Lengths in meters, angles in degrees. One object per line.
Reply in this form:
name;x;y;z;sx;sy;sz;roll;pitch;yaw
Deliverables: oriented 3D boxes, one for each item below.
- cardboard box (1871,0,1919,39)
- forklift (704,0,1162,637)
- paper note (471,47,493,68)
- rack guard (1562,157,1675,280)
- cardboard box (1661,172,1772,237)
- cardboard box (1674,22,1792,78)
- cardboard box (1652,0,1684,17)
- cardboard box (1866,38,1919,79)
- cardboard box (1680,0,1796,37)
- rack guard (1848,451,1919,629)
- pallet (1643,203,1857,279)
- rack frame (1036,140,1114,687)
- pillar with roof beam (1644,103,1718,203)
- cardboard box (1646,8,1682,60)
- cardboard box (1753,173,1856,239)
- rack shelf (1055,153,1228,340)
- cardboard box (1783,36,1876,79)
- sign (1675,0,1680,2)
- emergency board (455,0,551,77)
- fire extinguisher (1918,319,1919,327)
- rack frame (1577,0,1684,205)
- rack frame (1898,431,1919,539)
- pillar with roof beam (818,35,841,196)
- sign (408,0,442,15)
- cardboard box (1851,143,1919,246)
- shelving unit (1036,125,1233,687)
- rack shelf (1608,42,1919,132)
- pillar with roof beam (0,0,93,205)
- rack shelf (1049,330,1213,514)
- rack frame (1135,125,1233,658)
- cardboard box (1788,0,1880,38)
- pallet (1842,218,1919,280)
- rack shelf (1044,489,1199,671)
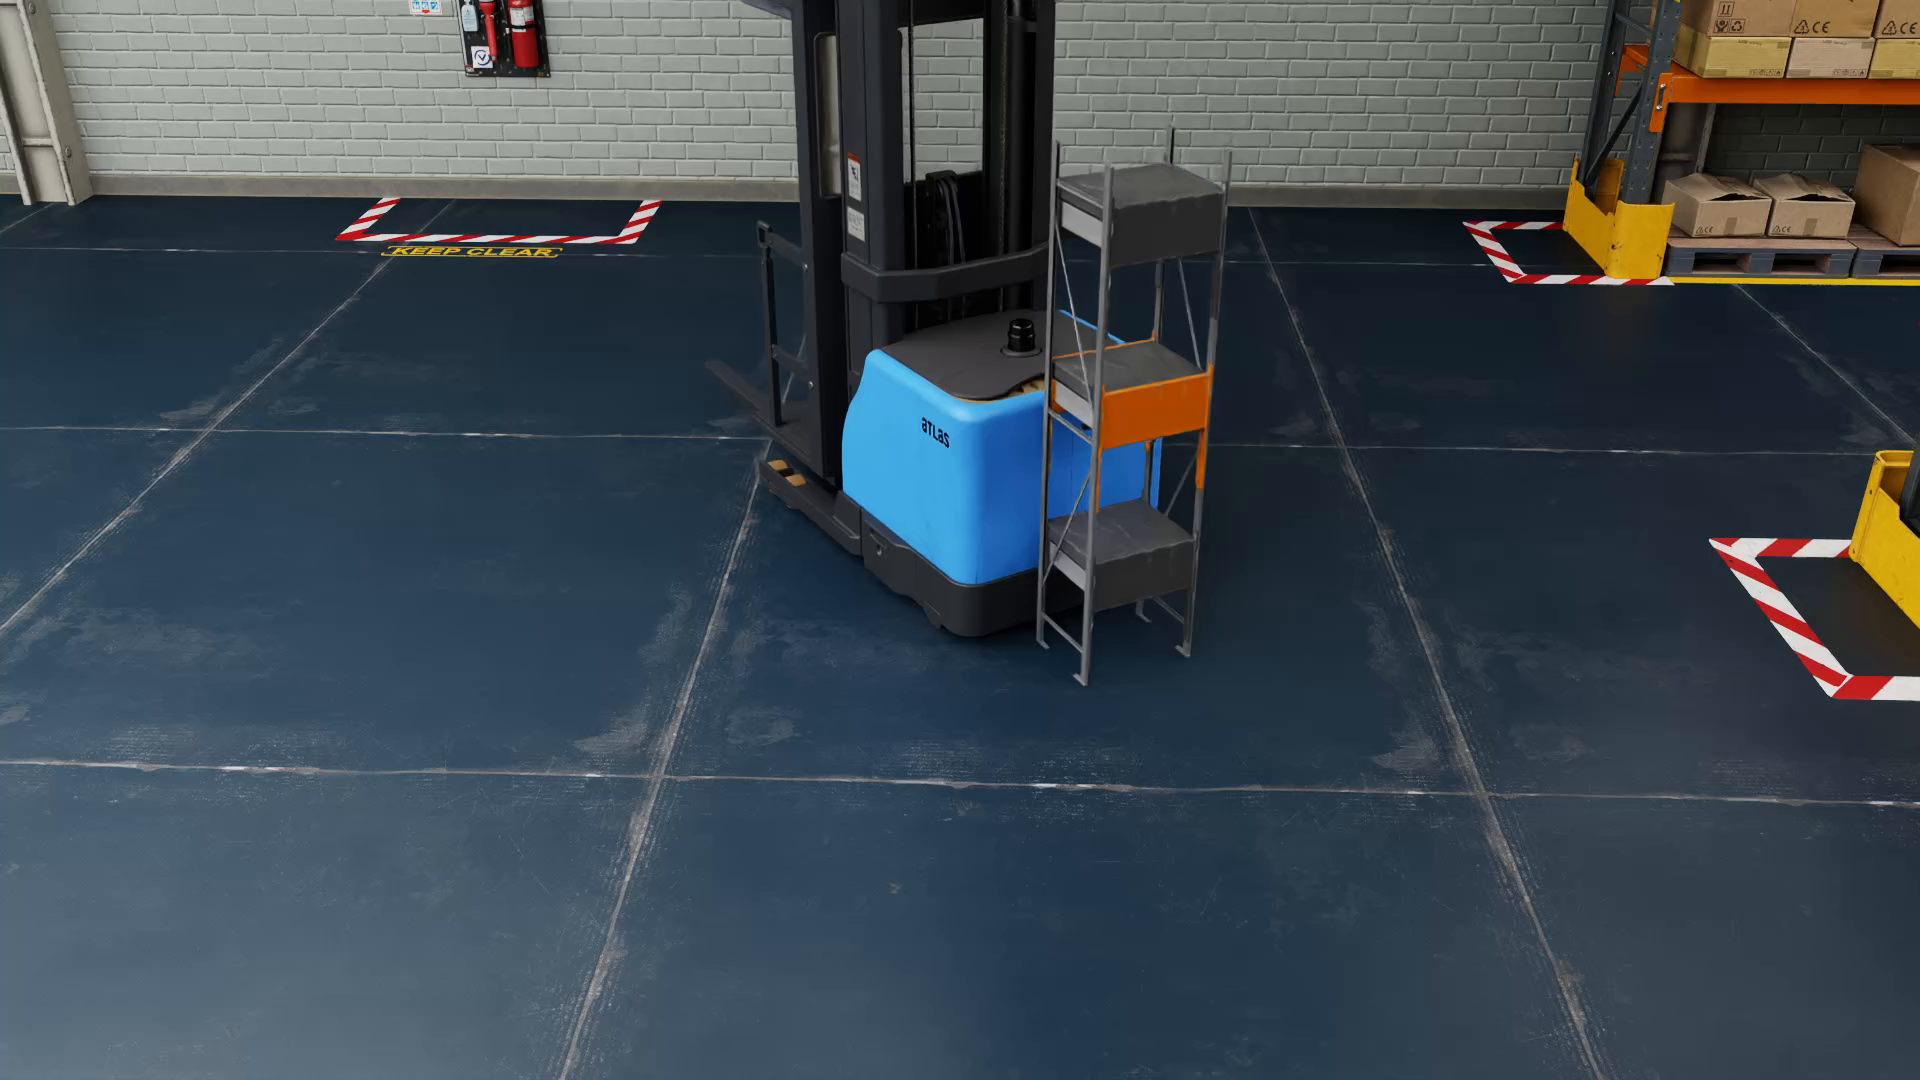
cardboard box;5.897;-3.427;10.350;0.500;0.500;0.500;0;28;0
forklift;-0.328;-1.547;7.539;1.130;2.935;3.031;-16;32;-27
paper note;-3.489;-3.523;12.134;0.142;0.148;0.016;1;28;2
rack guard;4.496;-2.220;11.404;0.348;0.500;1.175;1;28;2
cardboard box;5.109;-2.279;11.247;0.500;0.311;0.500;-2;28;-4
cardboard box;4.897;-3.112;10.556;0.500;0.250;0.500;0;28;0
cardboard box;4.899;-3.691;10.849;0.500;0.500;0.500;1;28;1
cardboard box;5.925;-3.099;10.531;0.500;0.250;0.500;1;28;1
cardboard box;4.887;-3.451;10.396;0.500;0.500;0.500;1;28;2
rack guard;4.225;0.097;7.033;0.348;0.500;1.175;1;28;2
pallet;5.307;-2.063;11.415;1.213;0.211;1.003;1;28;2
rack frame;0.421;-0.425;6.302;0.015;2.100;0.400;-13;31;-24
pillar with roof beam;4.999;-4.355;6.357;0.400;9.000;9.100;1;28;2
cardboard box;4.894;-3.351;11.008;0.500;0.250;0.500;1;28;3
cardboard box;5.678;-2.269;11.229;0.500;0.311;0.500;3;28;6
rack shelf;0.643;-1.081;6.076;0.480;0.518;0.431;-13;31;-24
cardboard box;5.416;-3.110;10.553;0.500;0.250;0.500;0;28;0
sign;4.401;-3.454;10.139;0.005;0.325;0.100;1;28;2
emergency board;-3.314;-3.877;11.861;0.643;1.169;0.194;1;28;2
fire extinguisher;4.148;-1.192;6.879;0.183;0.674;0.296;1;28;2
rack frame;4.420;-3.326;10.821;0.127;3.000;1.000;1;28;2
rack frame;4.249;-1.007;6.447;0.127;3.000;1.000;1;28;2
pillar with roof beam;-0.998;-4.454;6.544;0.400;9.000;9.100;1;28;2
sign;-3.863;-3.950;11.961;0.234;0.329;0.001;1;28;2
cardboard box;6.410;-2.317;11.118;0.500;0.500;0.700;-1;28;-1
shelving unit;0.638;-0.475;6.399;0.503;2.100;0.431;-13;31;-24
rack shelf;6.419;-2.975;10.927;4.000;0.370;1.077;1;28;2
pillar with roof beam;-6.994;-4.553;6.731;0.400;9.000;9.100;1;28;2
rack shelf;0.638;-0.463;6.406;0.480;0.518;0.431;-13;31;-24
rack frame;0.856;-0.526;6.497;0.015;2.100;0.400;-13;31;-24
cardboard box;5.380;-3.438;10.372;0.500;0.500;0.500;1;28;2
pallet;6.523;-2.041;11.375;1.213;0.211;1.003;1;28;2
rack shelf;0.634;0.154;6.735;0.480;0.518;0.431;-13;31;-24
